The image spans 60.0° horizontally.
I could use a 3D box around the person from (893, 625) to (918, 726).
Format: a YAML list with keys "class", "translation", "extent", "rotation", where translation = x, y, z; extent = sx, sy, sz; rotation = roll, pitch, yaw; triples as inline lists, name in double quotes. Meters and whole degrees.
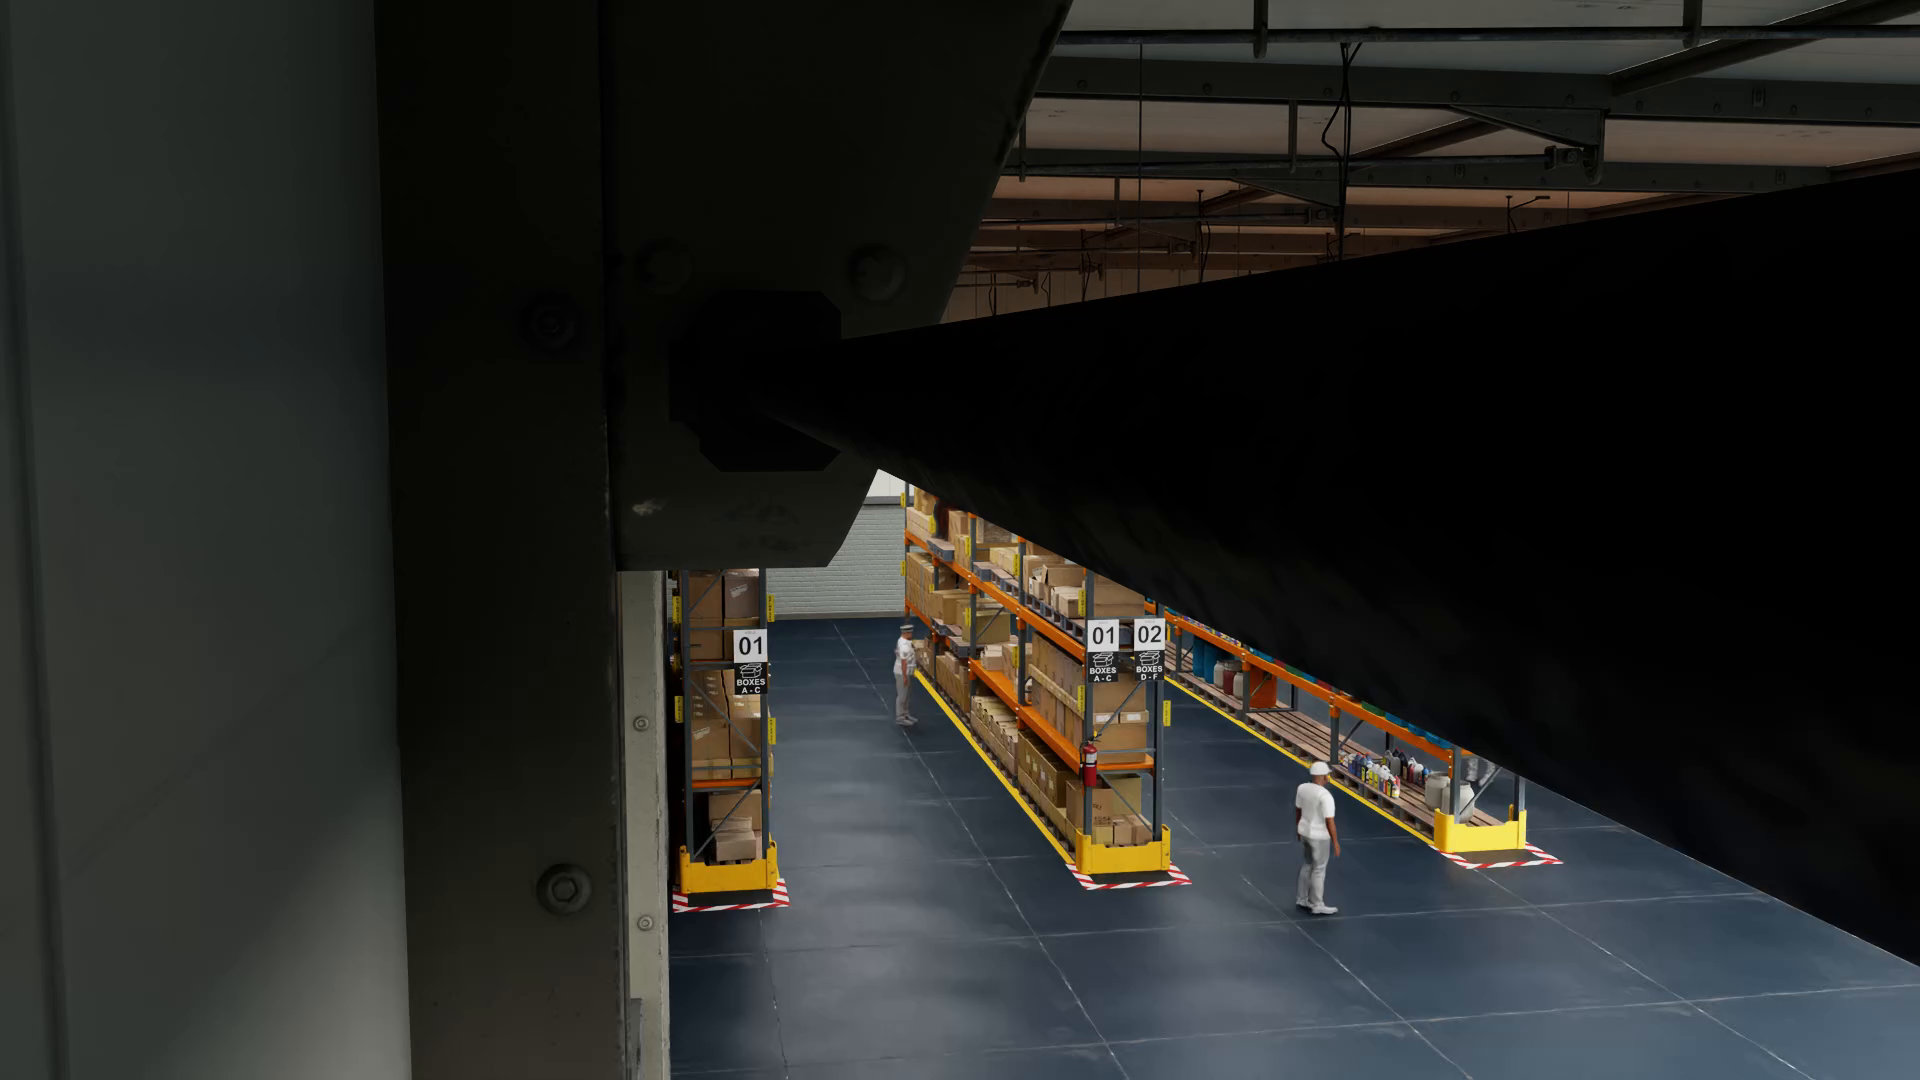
- class: "person"
  translation: [-0.963, 2.372, 29.327]
  extent: [0.428, 1.763, 0.554]
  rotation: [0, 6, -1]

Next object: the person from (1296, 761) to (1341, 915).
- class: "person"
  translation: [4.161, 3.488, 19.354]
  extent: [0.377, 1.843, 0.672]
  rotation: [-3, 7, -26]

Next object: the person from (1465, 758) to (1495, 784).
- class: "person"
  translation: [7.916, 2.801, 25.454]
  extent: [0.421, 1.788, 0.619]
  rotation: [-5, 8, -41]
